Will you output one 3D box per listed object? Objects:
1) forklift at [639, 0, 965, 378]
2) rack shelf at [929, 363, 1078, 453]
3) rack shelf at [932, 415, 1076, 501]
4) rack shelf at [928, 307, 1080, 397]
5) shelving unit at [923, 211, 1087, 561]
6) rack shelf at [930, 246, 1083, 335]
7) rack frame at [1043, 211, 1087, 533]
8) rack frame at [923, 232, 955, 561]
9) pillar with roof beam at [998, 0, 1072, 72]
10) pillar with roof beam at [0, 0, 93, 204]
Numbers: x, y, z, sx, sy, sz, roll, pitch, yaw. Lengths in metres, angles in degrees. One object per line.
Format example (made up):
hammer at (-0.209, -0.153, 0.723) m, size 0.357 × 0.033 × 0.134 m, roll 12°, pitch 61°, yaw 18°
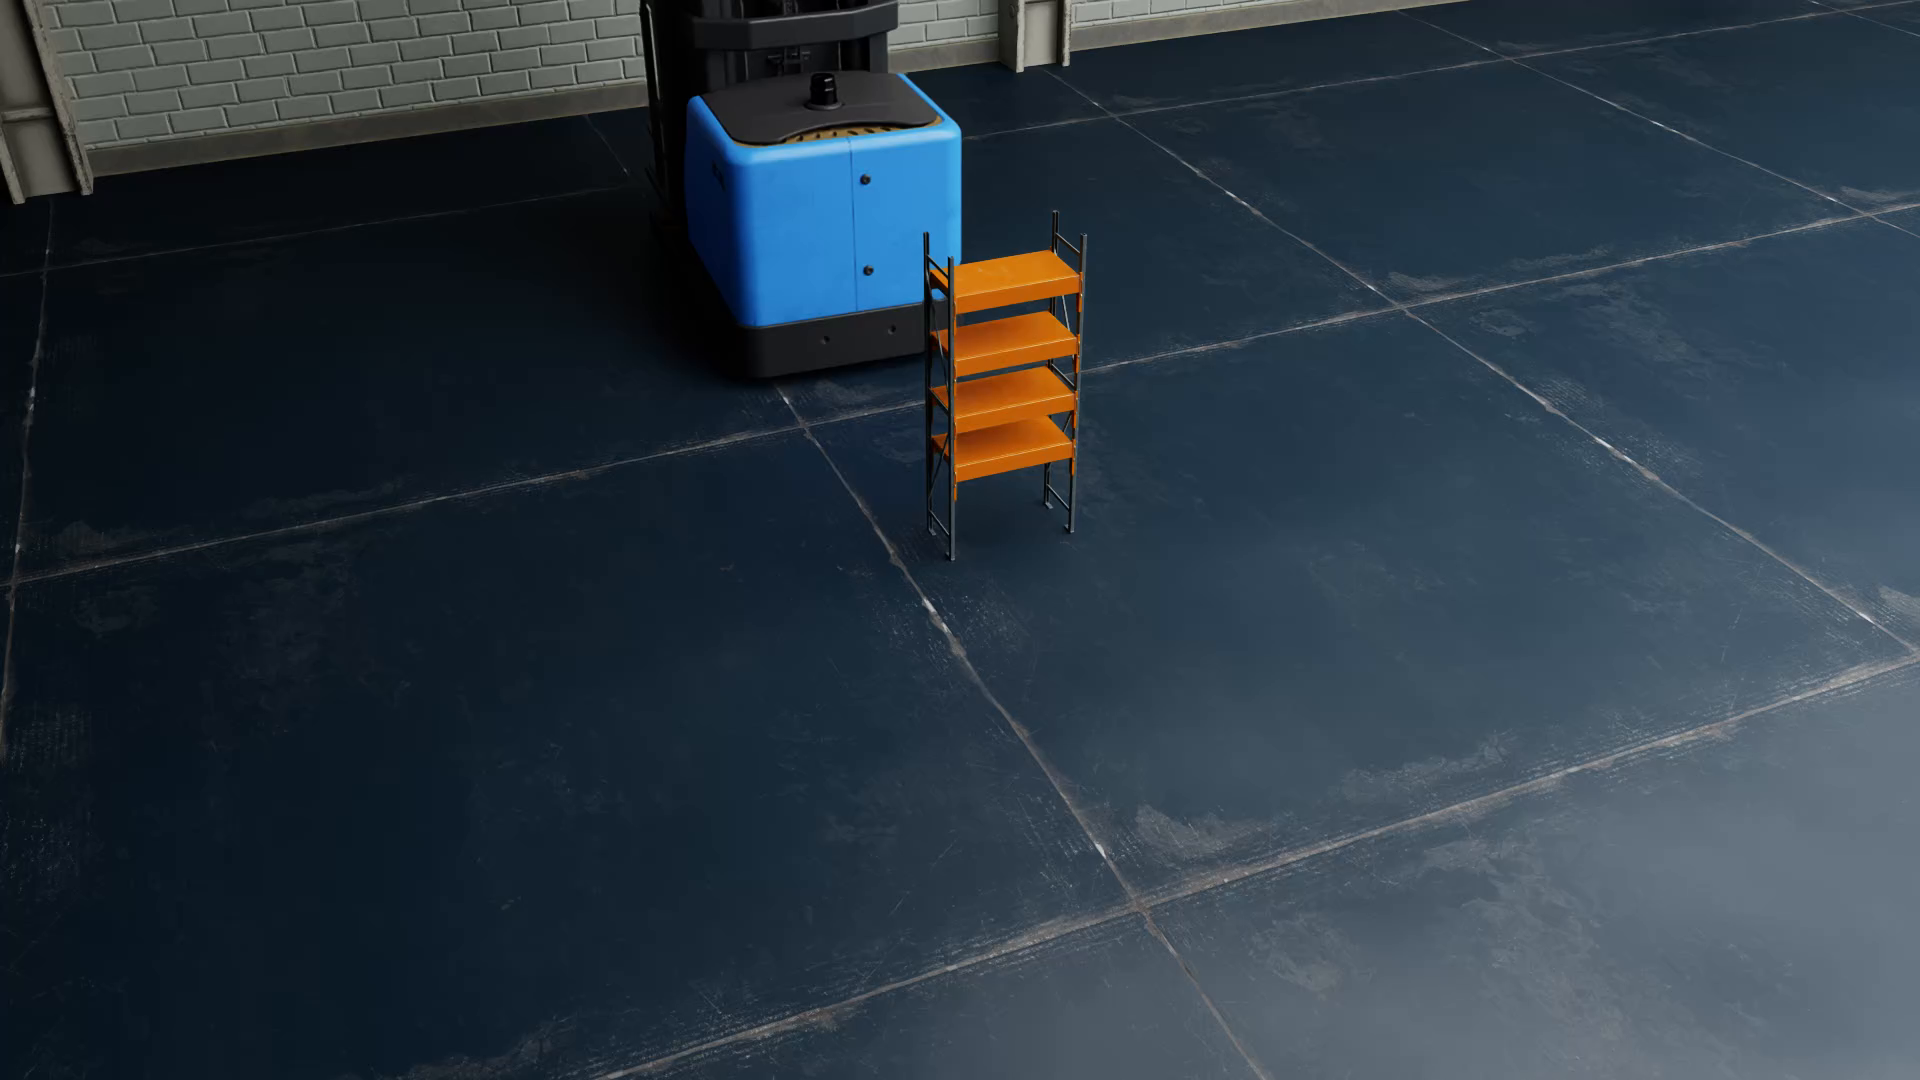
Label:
forklift at (-0.958, -2.725, 7.750) m, size 1.130 × 2.935 × 3.031 m, roll -11°, pitch 35°, yaw -17°
rack shelf at (0.153, -0.481, 6.013) m, size 0.480 × 0.148 × 0.258 m, roll -13°, pitch 35°, yaw -19°
rack shelf at (0.153, -0.315, 6.121) m, size 0.480 × 0.148 × 0.258 m, roll -13°, pitch 35°, yaw -19°
rack shelf at (0.153, -0.669, 5.891) m, size 0.480 × 0.148 × 0.258 m, roll -13°, pitch 35°, yaw -19°
shelving unit at (0.153, -0.538, 5.976) m, size 0.503 × 1.200 × 0.258 m, roll -13°, pitch 35°, yaw -19°
rack shelf at (0.153, -0.867, 5.762) m, size 0.480 × 0.148 × 0.258 m, roll -13°, pitch 35°, yaw -19°
rack frame at (0.378, -0.589, 6.056) m, size 0.015 × 1.200 × 0.240 m, roll -13°, pitch 35°, yaw -19°
rack frame at (-0.072, -0.486, 5.897) m, size 0.015 × 1.200 × 0.240 m, roll -13°, pitch 35°, yaw -19°
pillar with roof beam at (2.161, -4.822, 5.410) m, size 0.400 × 9.000 × 9.100 m, roll -13°, pitch 35°, yaw -19°
pillar with roof beam at (-3.371, -3.555, 3.463) m, size 0.400 × 9.000 × 9.100 m, roll -13°, pitch 35°, yaw -19°
